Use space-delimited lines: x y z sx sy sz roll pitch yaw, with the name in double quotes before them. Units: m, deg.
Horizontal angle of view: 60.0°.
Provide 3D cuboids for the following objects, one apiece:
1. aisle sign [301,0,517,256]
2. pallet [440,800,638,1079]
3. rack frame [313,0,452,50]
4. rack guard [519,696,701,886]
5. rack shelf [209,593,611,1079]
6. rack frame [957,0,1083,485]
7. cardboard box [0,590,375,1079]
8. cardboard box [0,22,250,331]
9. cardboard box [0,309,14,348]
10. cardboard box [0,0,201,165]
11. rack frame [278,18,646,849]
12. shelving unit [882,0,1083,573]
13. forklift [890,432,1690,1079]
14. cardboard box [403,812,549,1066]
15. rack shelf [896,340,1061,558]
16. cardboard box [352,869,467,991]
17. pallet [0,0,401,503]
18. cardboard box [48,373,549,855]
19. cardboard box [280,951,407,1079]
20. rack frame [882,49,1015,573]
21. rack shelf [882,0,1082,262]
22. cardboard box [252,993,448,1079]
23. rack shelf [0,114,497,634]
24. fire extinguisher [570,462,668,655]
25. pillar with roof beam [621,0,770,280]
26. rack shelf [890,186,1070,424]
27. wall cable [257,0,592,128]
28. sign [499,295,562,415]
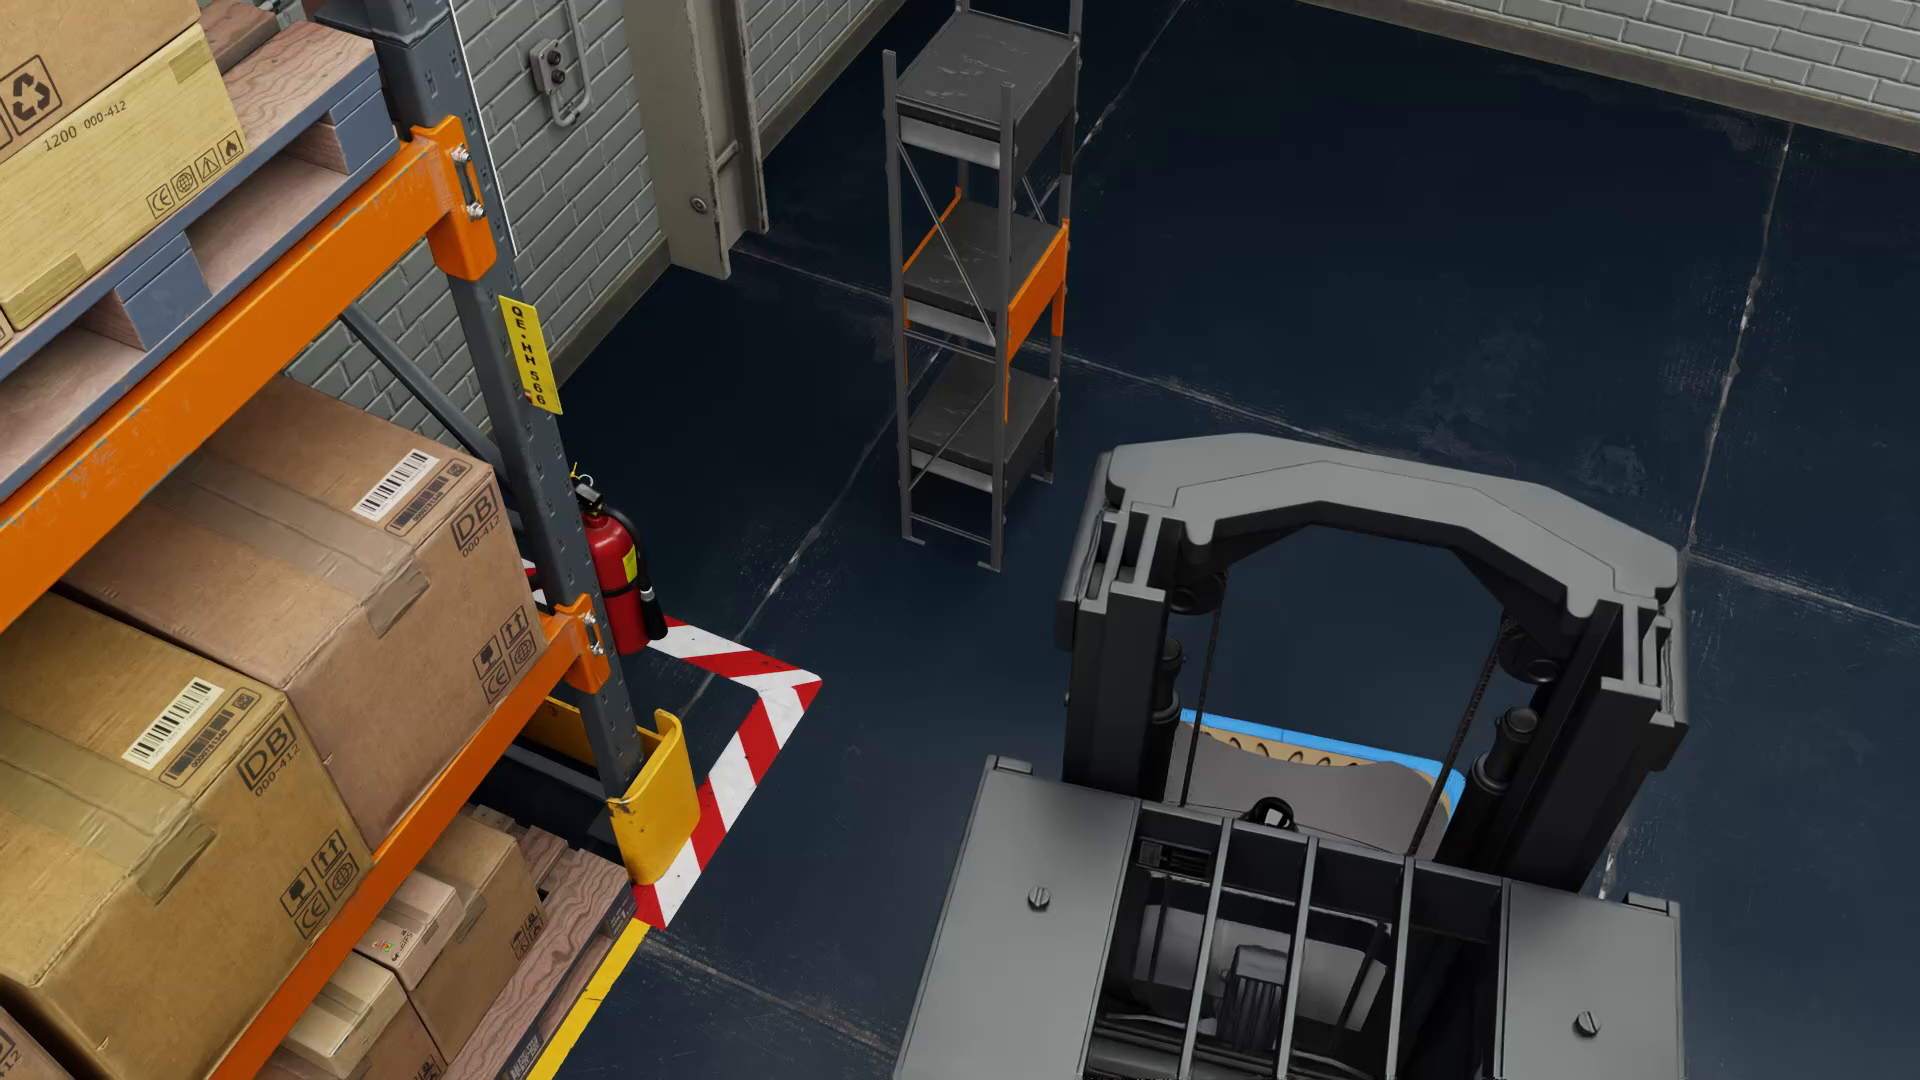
"aisle sign" -1.142 -0.938 3.372 0.394 0.787 0.004 20 52 16
"pallet" -1.715 1.336 4.975 1.003 0.211 1.213 20 52 16
"rack frame" -1.444 -2.088 2.118 1.000 3.000 0.127 20 52 16
"rack guard" -1.434 0.650 5.369 1.175 0.500 0.348 20 52 16
"rack shelf" -2.299 1.467 3.505 1.077 0.370 4.000 20 52 16
"rack frame" 0.175 -0.962 5.690 0.400 2.100 0.015 20 52 16
"cardboard box" -1.954 0.618 3.557 0.980 0.700 0.700 19 52 16
"cardboard box" -1.517 -0.645 2.617 0.500 0.250 0.500 21 53 17
"cardboard box" -1.738 -0.286 2.311 0.500 0.250 0.500 18 52 15
"cardboard box" -1.510 -0.886 2.329 0.500 0.500 0.500 20 52 16
"rack frame" -1.444 -0.144 4.403 1.000 3.000 0.127 20 52 16
"shelving unit" 0.071 -0.794 5.547 0.431 2.100 0.503 20 52 16
"forklift" 0.491 1.338 3.187 1.130 2.935 3.031 11 51 9
"cardboard box" -1.653 1.045 4.757 0.700 0.500 0.500 20 52 16
"rack shelf" 0.071 -0.332 6.091 0.431 0.518 0.480 20 52 16
"cardboard box" -1.543 0.982 4.384 0.380 0.149 0.250 19 52 16
"pallet" -1.752 -0.573 2.856 1.003 0.211 1.213 20 52 16
"cardboard box" -1.653 0.114 3.987 0.980 0.700 0.700 22 53 18
"cardboard box" -1.651 1.159 4.234 0.380 0.149 0.250 21 53 17
"rack frame" -0.034 -0.626 5.404 0.400 2.100 0.015 20 52 16
"rack shelf" 0.071 -1.239 5.025 0.431 0.518 0.480 20 52 16
"cardboard box" -1.867 1.390 4.464 0.700 0.500 0.500 20 52 16
"rack shelf" -2.299 0.495 2.362 1.077 0.370 4.000 20 52 16
"fire extinguisher" -0.962 0.049 4.535 0.296 0.674 0.183 20 52 16
"pillar with roof beam" 2.820 -2.828 2.747 9.100 9.000 0.400 20 52 16
"rack shelf" 0.071 -0.786 5.558 0.431 0.518 0.480 20 52 16
"wall cable" -1.752 -1.662 5.028 0.084 1.984 1.851 20 52 16
"sign" -0.959 -0.409 3.713 0.100 0.325 0.005 20 52 16
